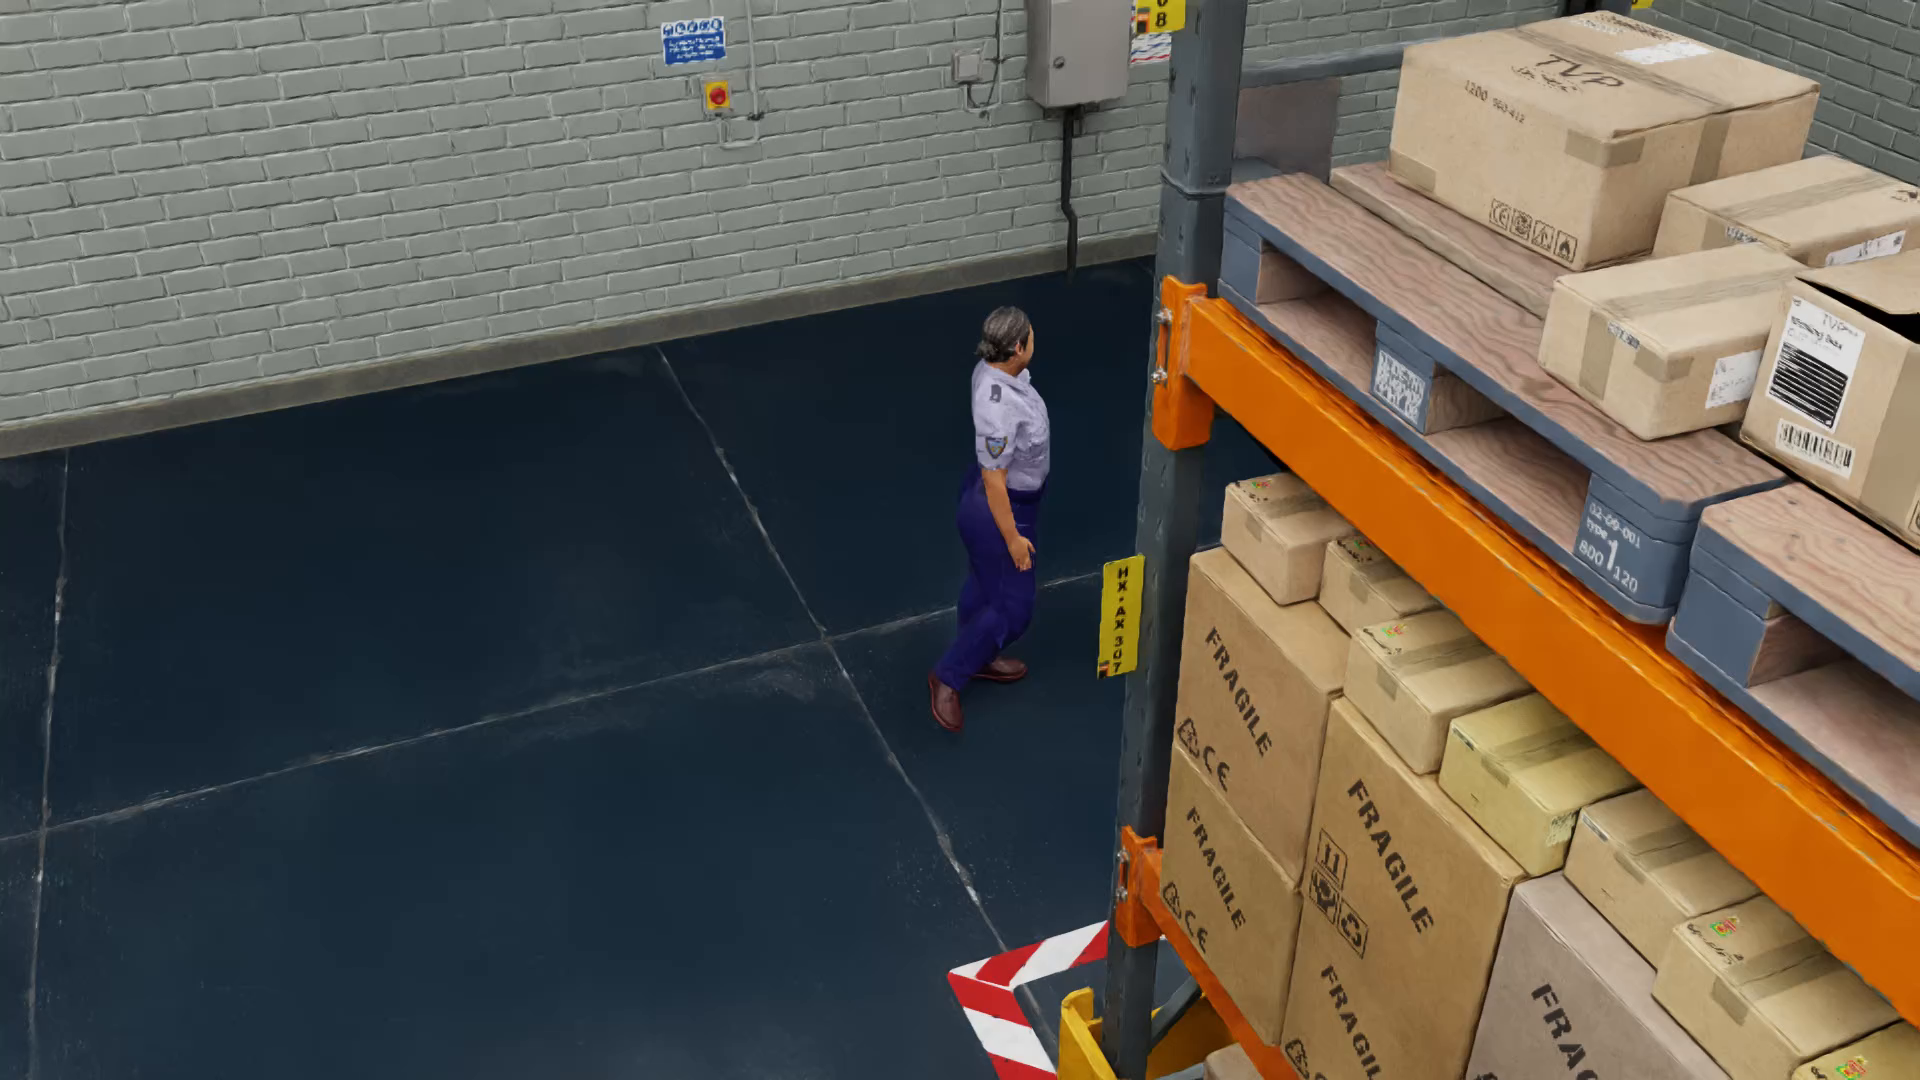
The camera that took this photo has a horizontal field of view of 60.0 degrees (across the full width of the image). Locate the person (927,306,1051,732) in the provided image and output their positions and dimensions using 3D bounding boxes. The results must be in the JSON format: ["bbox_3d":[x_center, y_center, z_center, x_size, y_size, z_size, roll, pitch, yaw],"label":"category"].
[{"bbox_3d":[0.103,-0.081,6.251,0.457,1.637,0.667,2,34,3],"label":"person"}]
